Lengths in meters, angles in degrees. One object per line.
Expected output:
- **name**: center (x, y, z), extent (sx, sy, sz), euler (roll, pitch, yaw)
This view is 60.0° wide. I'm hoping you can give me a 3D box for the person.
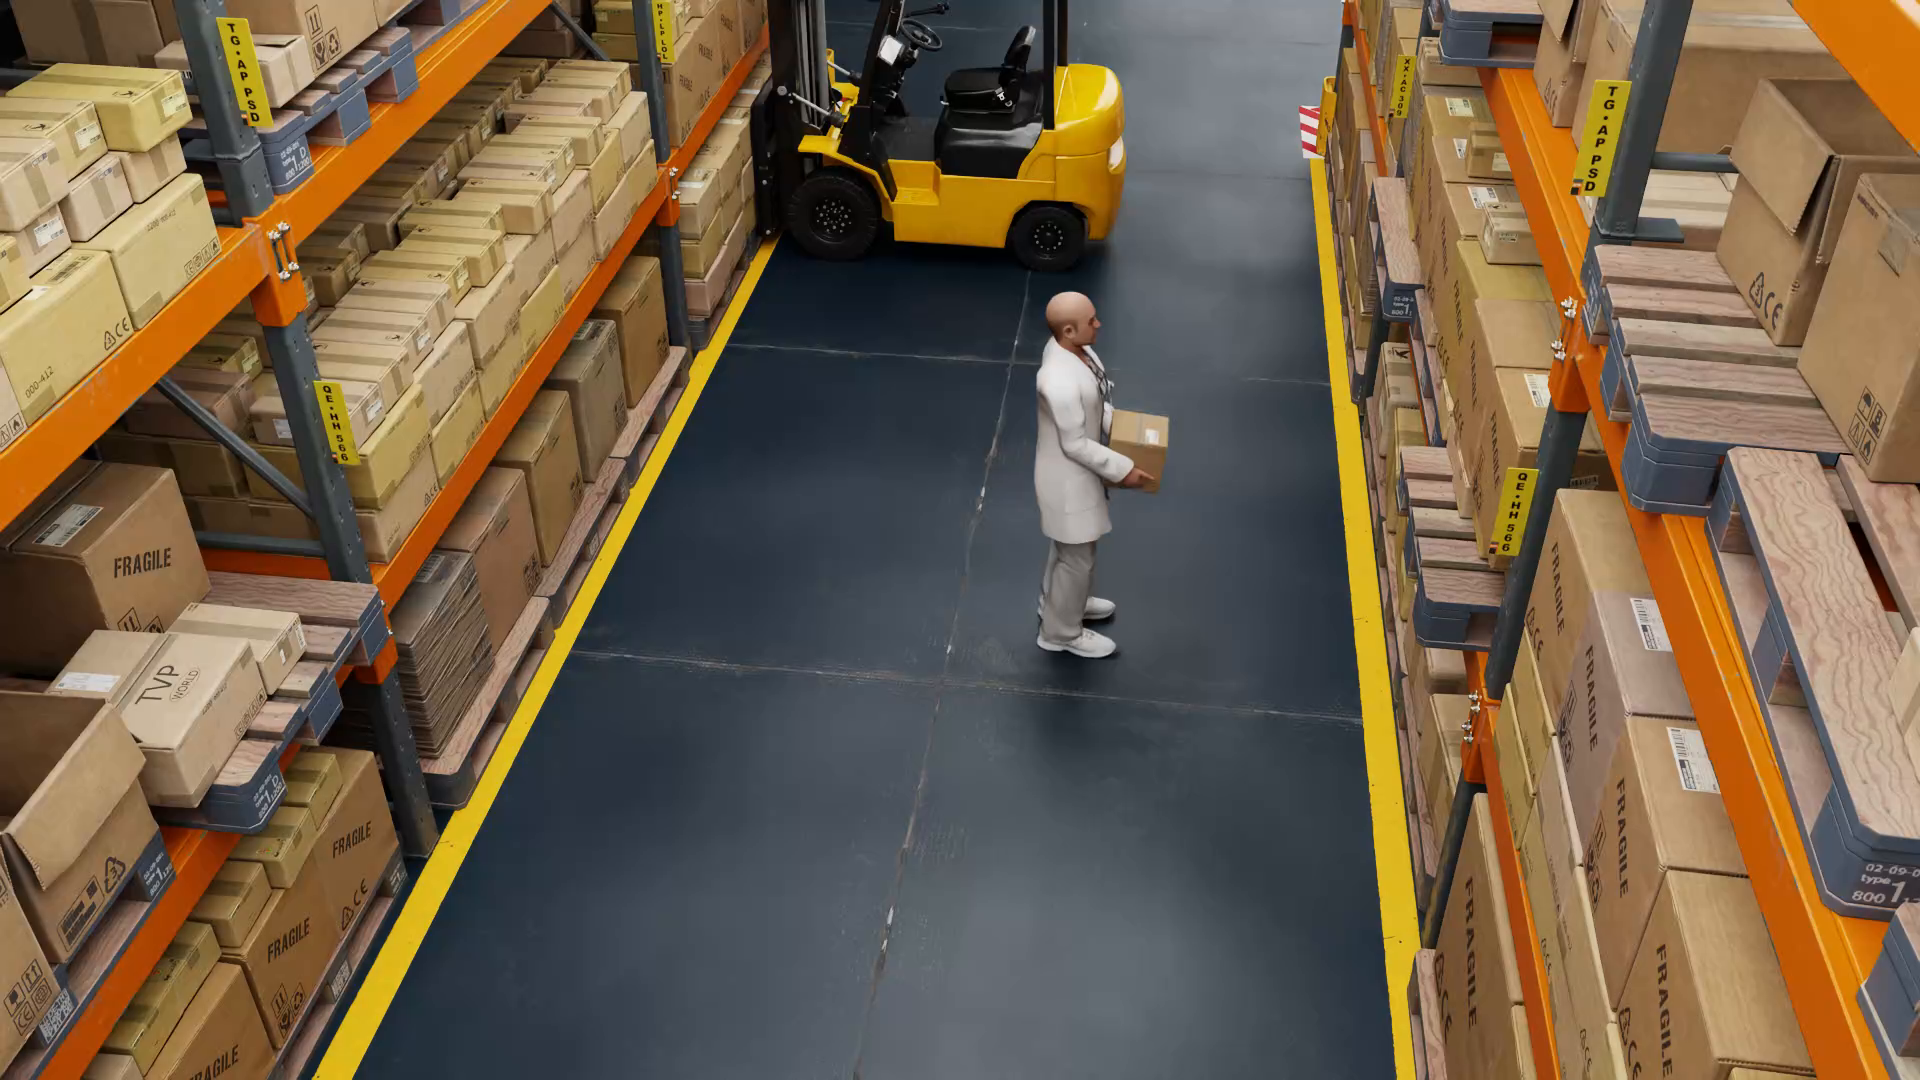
- **person**: center (0.600, -0.290, 7.453), extent (0.535, 1.780, 0.548), euler (4, 36, 6)
